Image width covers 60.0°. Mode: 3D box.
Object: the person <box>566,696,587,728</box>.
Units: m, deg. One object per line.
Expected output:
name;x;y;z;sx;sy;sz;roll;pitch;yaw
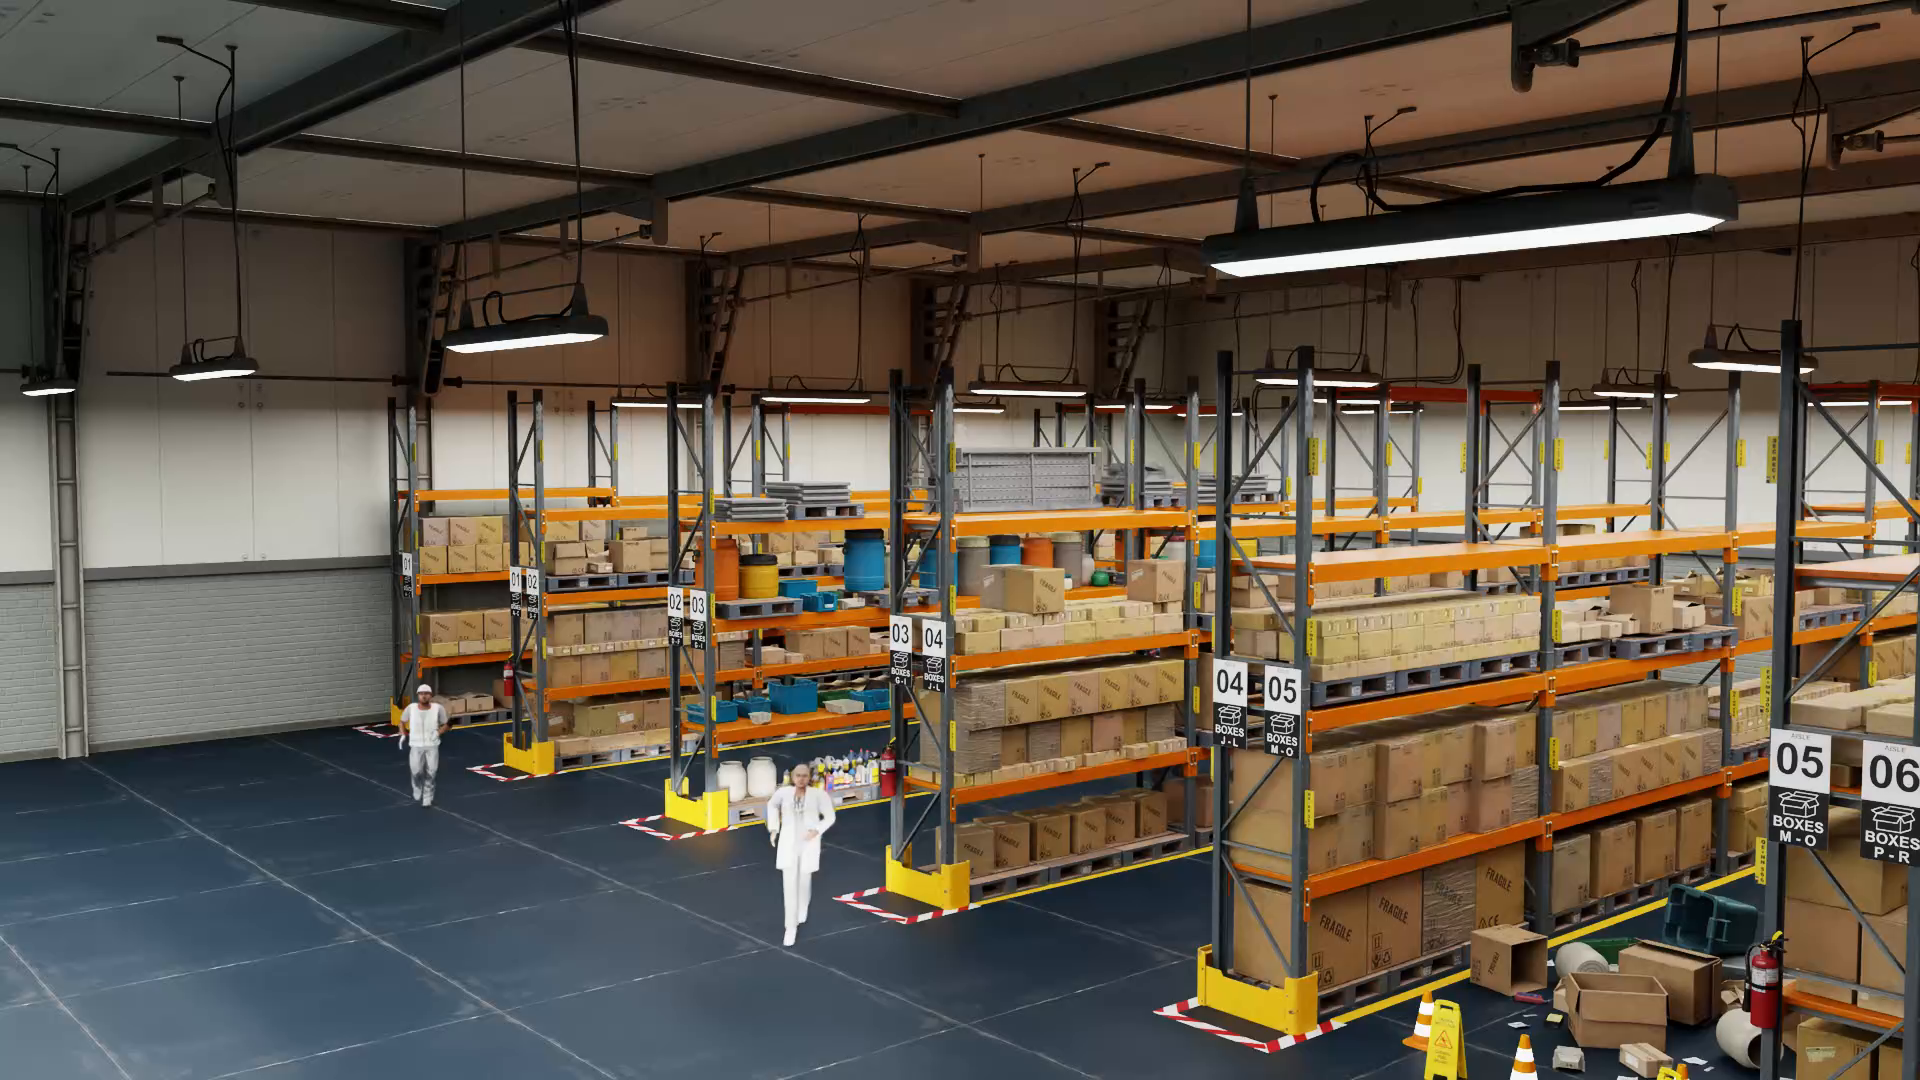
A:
person;-6.553;2.641;28.826;0.664;1.675;0.645;3;5;43

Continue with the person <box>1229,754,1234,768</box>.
person;4.334;2.872;25.964;0.538;1.549;0.608;3;4;38

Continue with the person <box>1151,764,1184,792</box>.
person;3.017;2.915;23.697;0.836;1.756;0.656;-3;4;-39

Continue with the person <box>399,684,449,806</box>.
person;-7.581;2.917;23.510;0.677;1.737;0.587;-1;3;-16

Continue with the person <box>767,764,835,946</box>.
person;-1.671;3.240;17.482;0.719;1.788;1.042;0;3;-4
